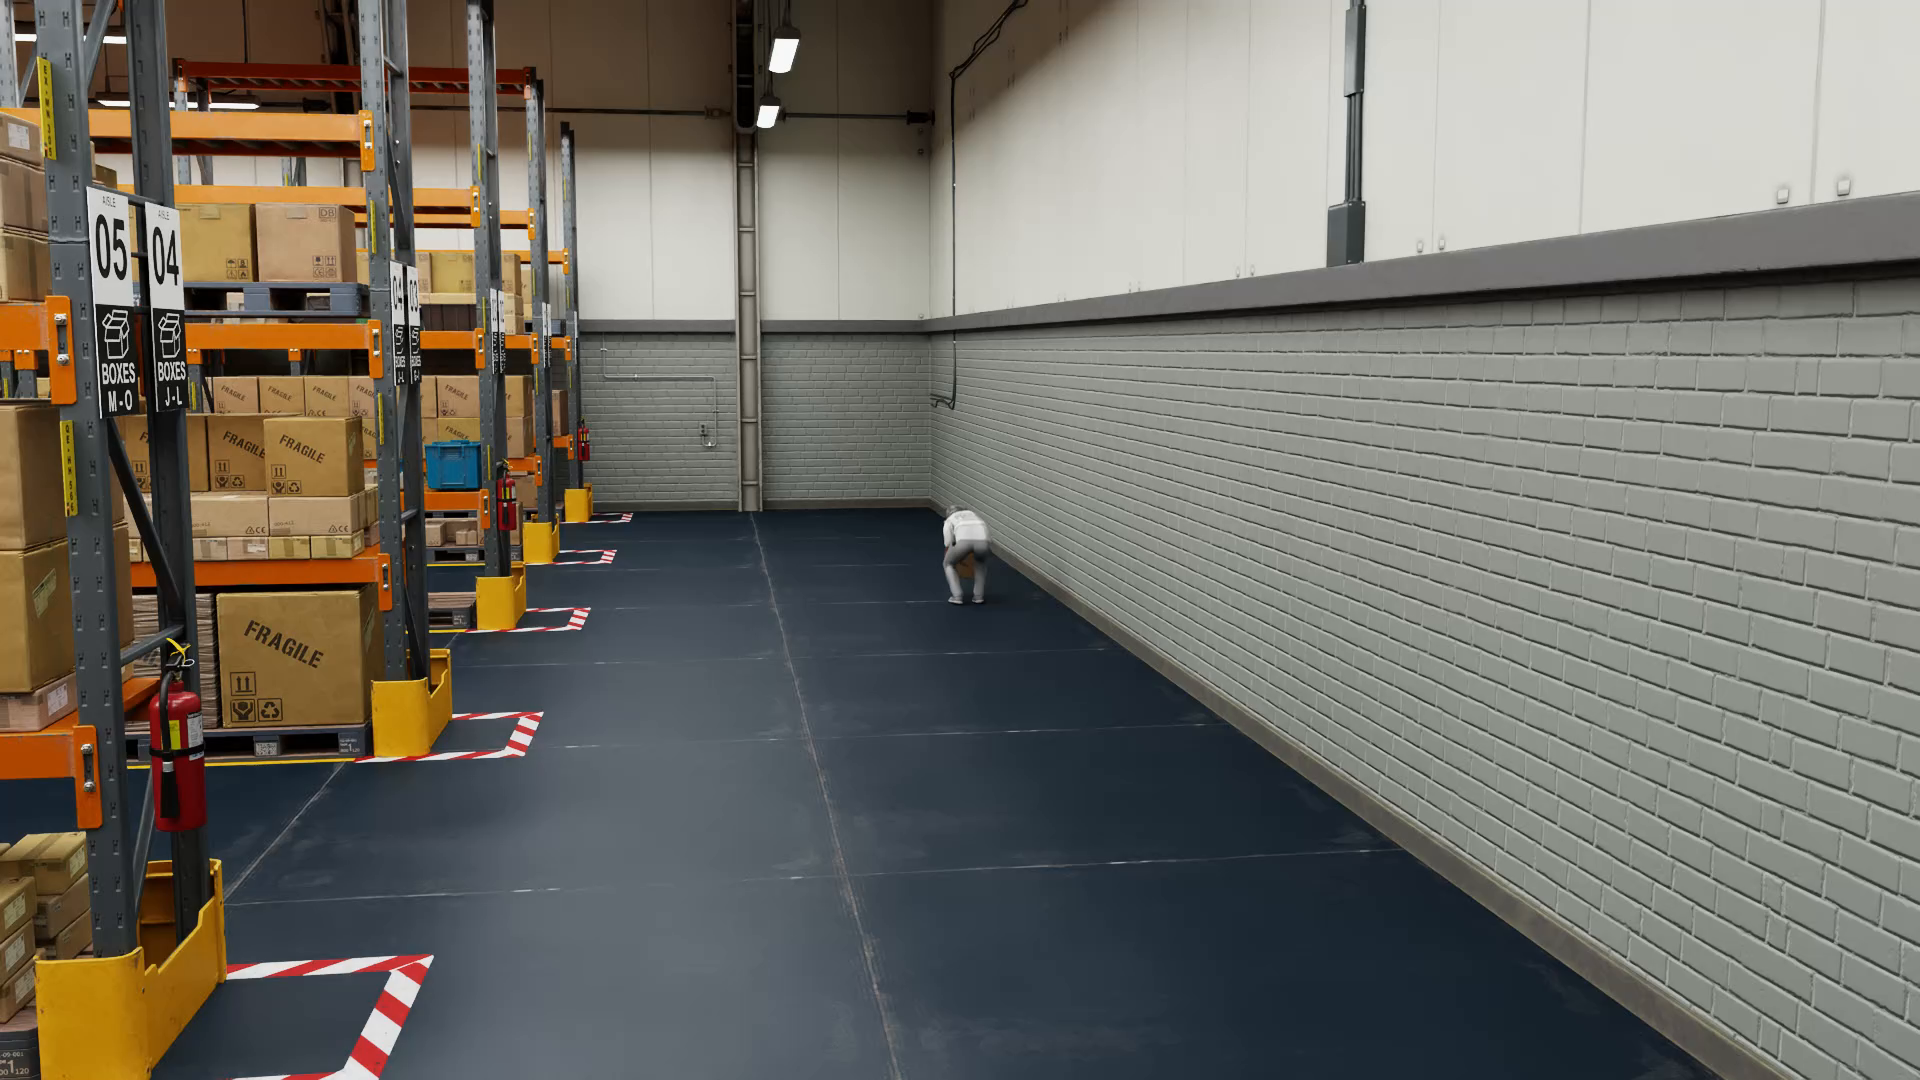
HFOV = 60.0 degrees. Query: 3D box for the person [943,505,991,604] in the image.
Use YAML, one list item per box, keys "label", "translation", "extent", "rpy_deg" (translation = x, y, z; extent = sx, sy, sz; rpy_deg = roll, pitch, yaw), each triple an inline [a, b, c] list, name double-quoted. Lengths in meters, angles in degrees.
- label: "person"
  translation: [0.050, 0.154, 17.462]
  extent: [0.463, 0.989, 0.927]
  rpy_deg: [-1, 7, -11]
